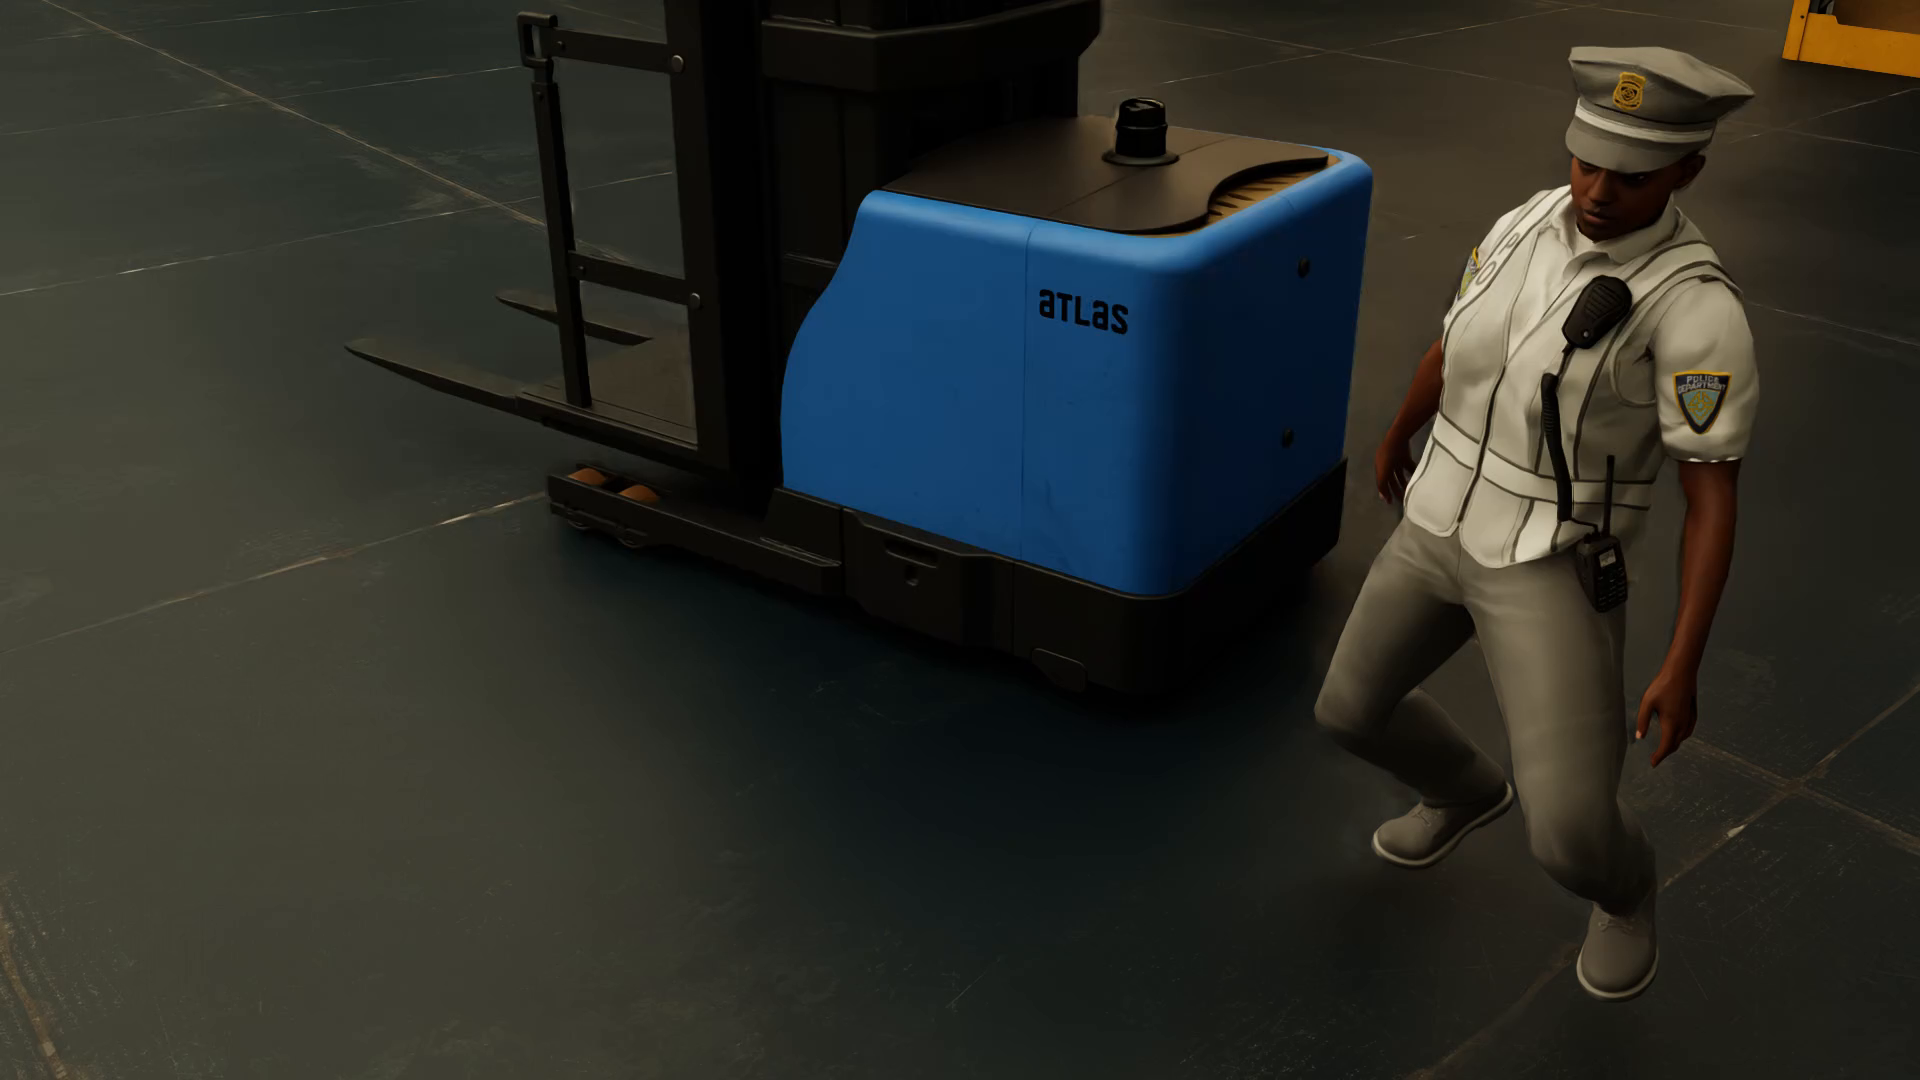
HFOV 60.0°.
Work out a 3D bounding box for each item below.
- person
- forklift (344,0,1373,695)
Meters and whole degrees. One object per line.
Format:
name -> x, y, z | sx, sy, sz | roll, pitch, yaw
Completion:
person -> 0.907, -0.008, 2.657 | 0.500, 1.550, 0.823 | -13, 29, -24
forklift -> -0.511, -1.465, 4.155 | 3.031, 2.935, 1.130 | 17, 31, 31
